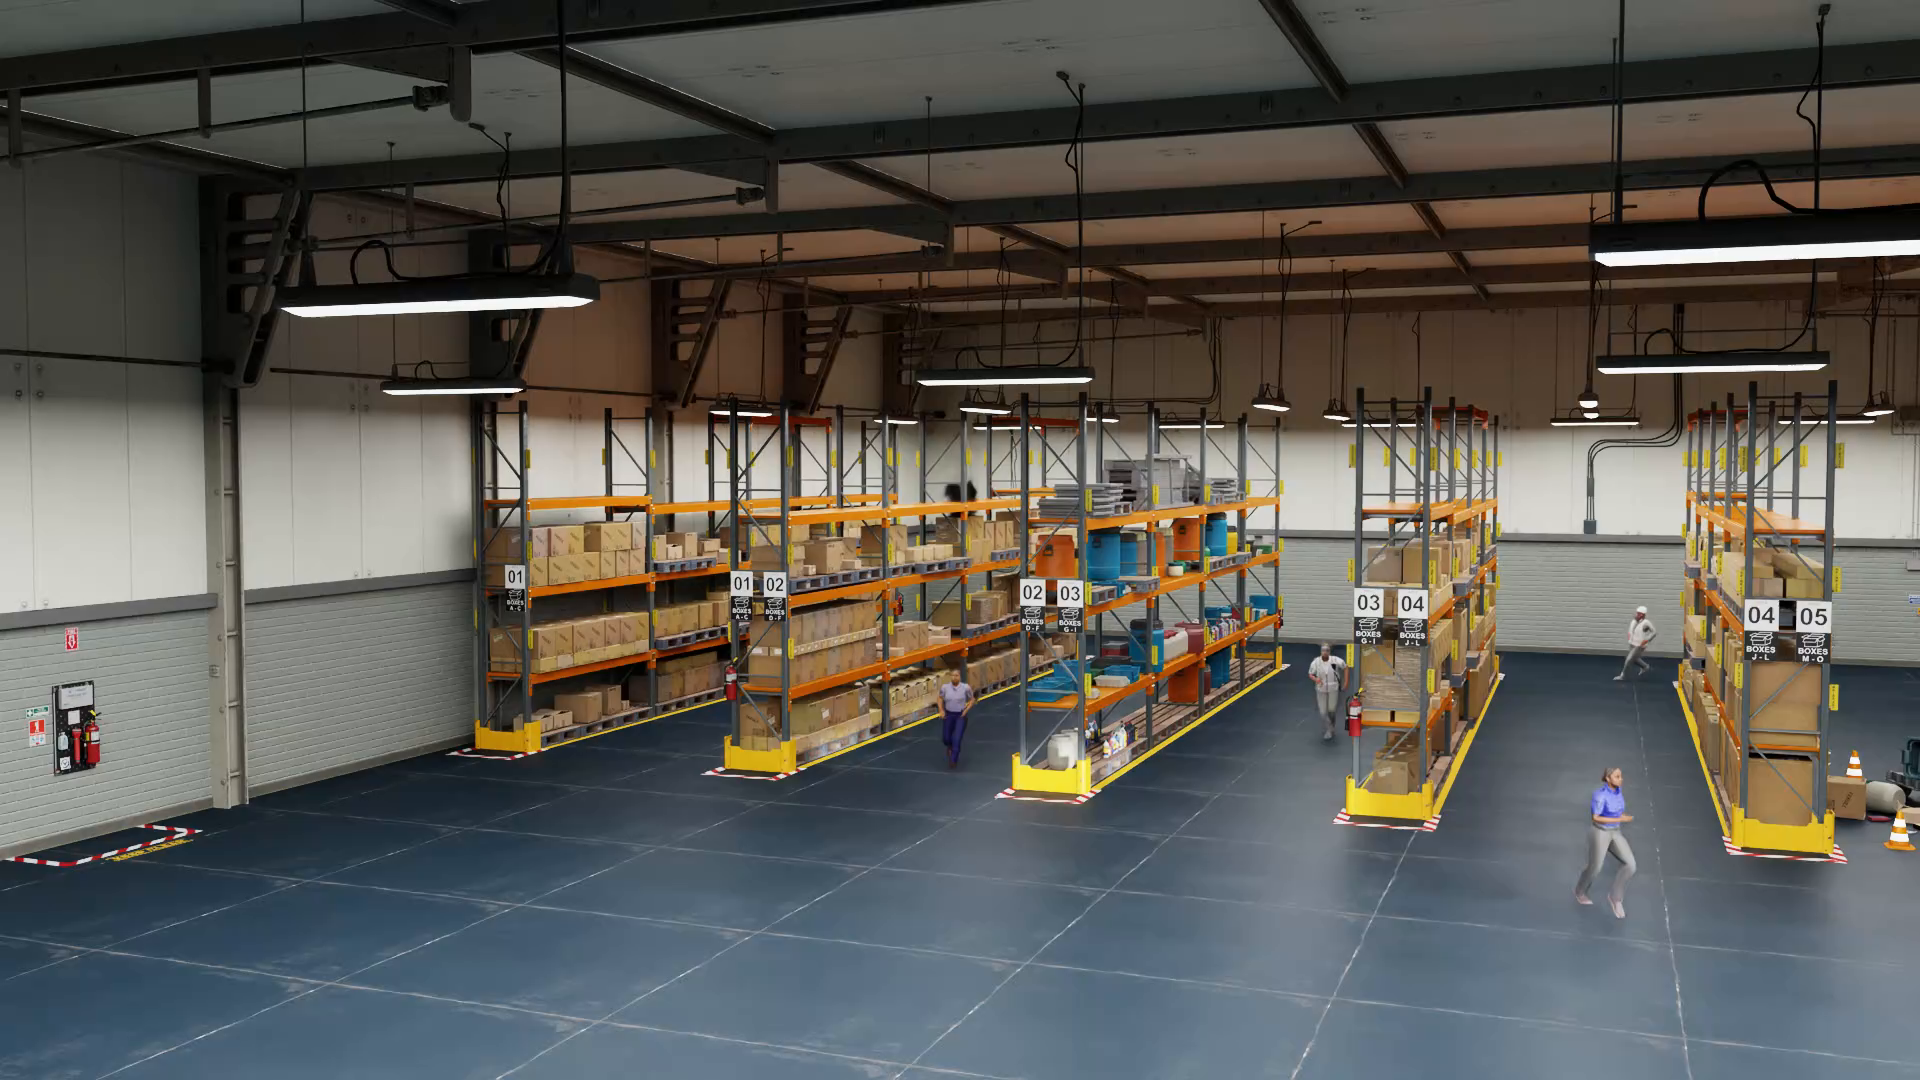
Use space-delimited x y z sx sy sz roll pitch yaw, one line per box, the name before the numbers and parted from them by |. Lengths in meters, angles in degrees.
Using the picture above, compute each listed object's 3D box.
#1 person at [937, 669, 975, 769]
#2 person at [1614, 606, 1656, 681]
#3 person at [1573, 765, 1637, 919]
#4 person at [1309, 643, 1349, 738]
person | -0.066 2.895 27.064 0.623 1.610 0.545 0 3 5
person | 15.317 2.328 37.453 0.942 1.704 0.716 -1 3 -19
person | 7.100 3.293 18.299 0.600 1.671 0.821 -1 3 -28
person | 6.607 2.696 29.822 0.706 1.735 0.673 1 3 16
